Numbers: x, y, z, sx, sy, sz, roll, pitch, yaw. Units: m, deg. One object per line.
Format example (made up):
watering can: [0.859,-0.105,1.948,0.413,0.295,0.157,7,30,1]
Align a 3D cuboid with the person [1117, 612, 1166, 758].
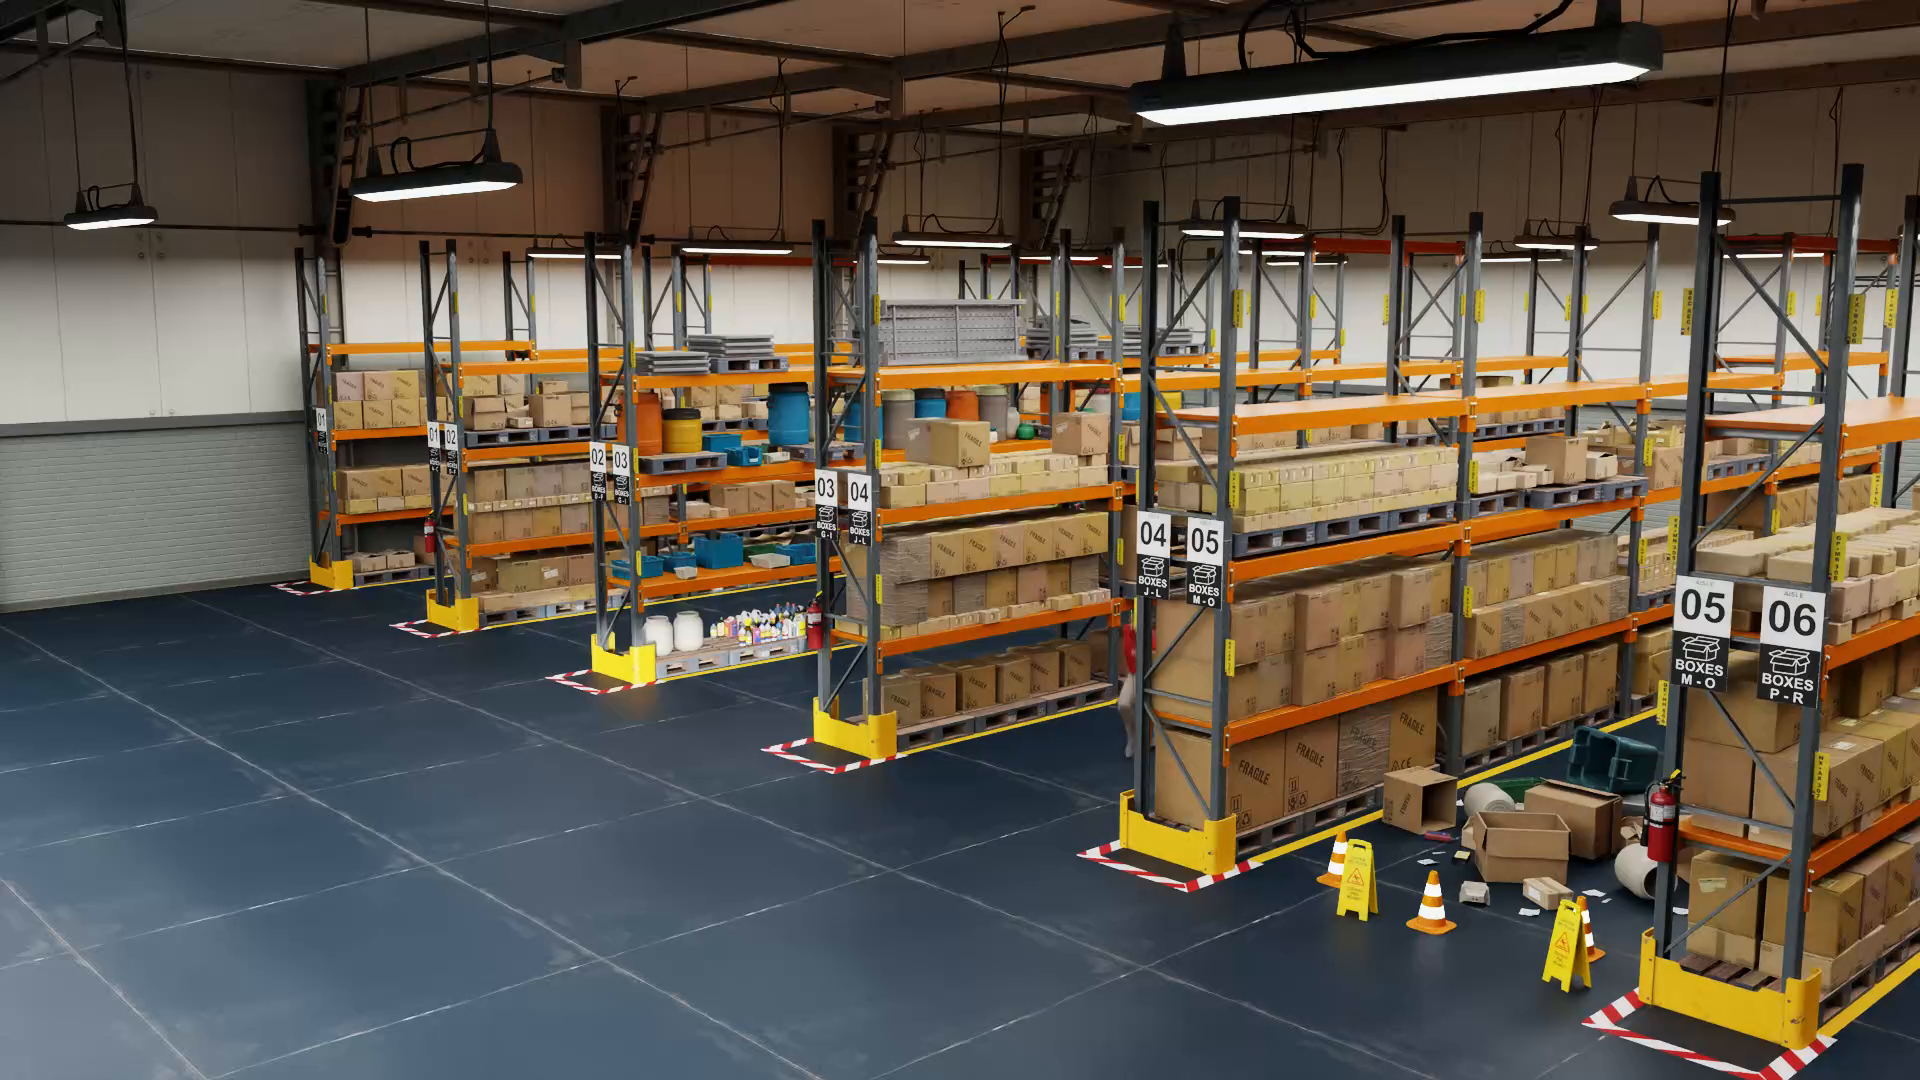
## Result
person: [2.082,1.604,18.754,0.647,1.714,0.947,5,10,30]
